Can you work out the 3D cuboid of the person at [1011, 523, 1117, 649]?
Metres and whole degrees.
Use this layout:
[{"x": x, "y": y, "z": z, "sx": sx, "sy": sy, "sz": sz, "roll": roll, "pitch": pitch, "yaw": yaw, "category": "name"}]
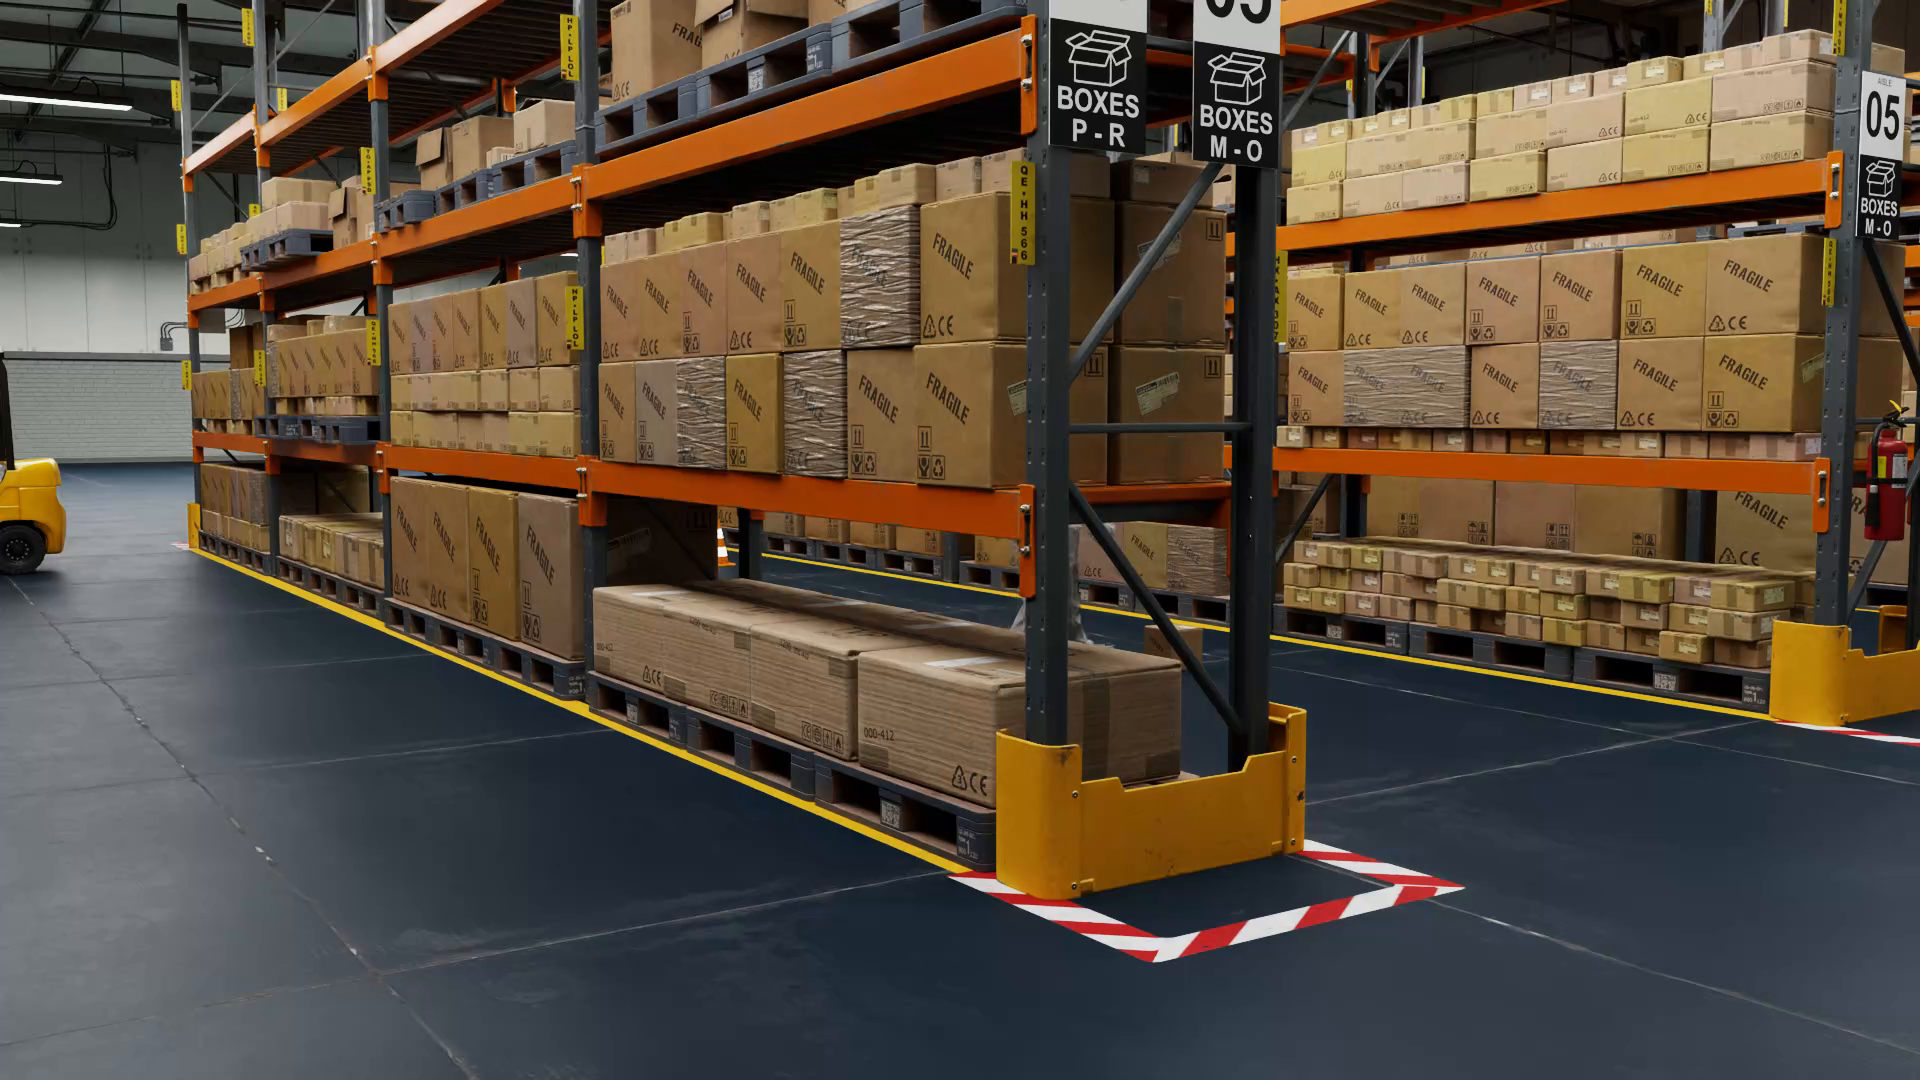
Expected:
[{"x": 0.614, "y": -0.085, "z": 9.859, "sx": 0.910, "sy": 1.747, "sz": 0.564, "roll": -2, "pitch": 5, "yaw": -22, "category": "person"}]
